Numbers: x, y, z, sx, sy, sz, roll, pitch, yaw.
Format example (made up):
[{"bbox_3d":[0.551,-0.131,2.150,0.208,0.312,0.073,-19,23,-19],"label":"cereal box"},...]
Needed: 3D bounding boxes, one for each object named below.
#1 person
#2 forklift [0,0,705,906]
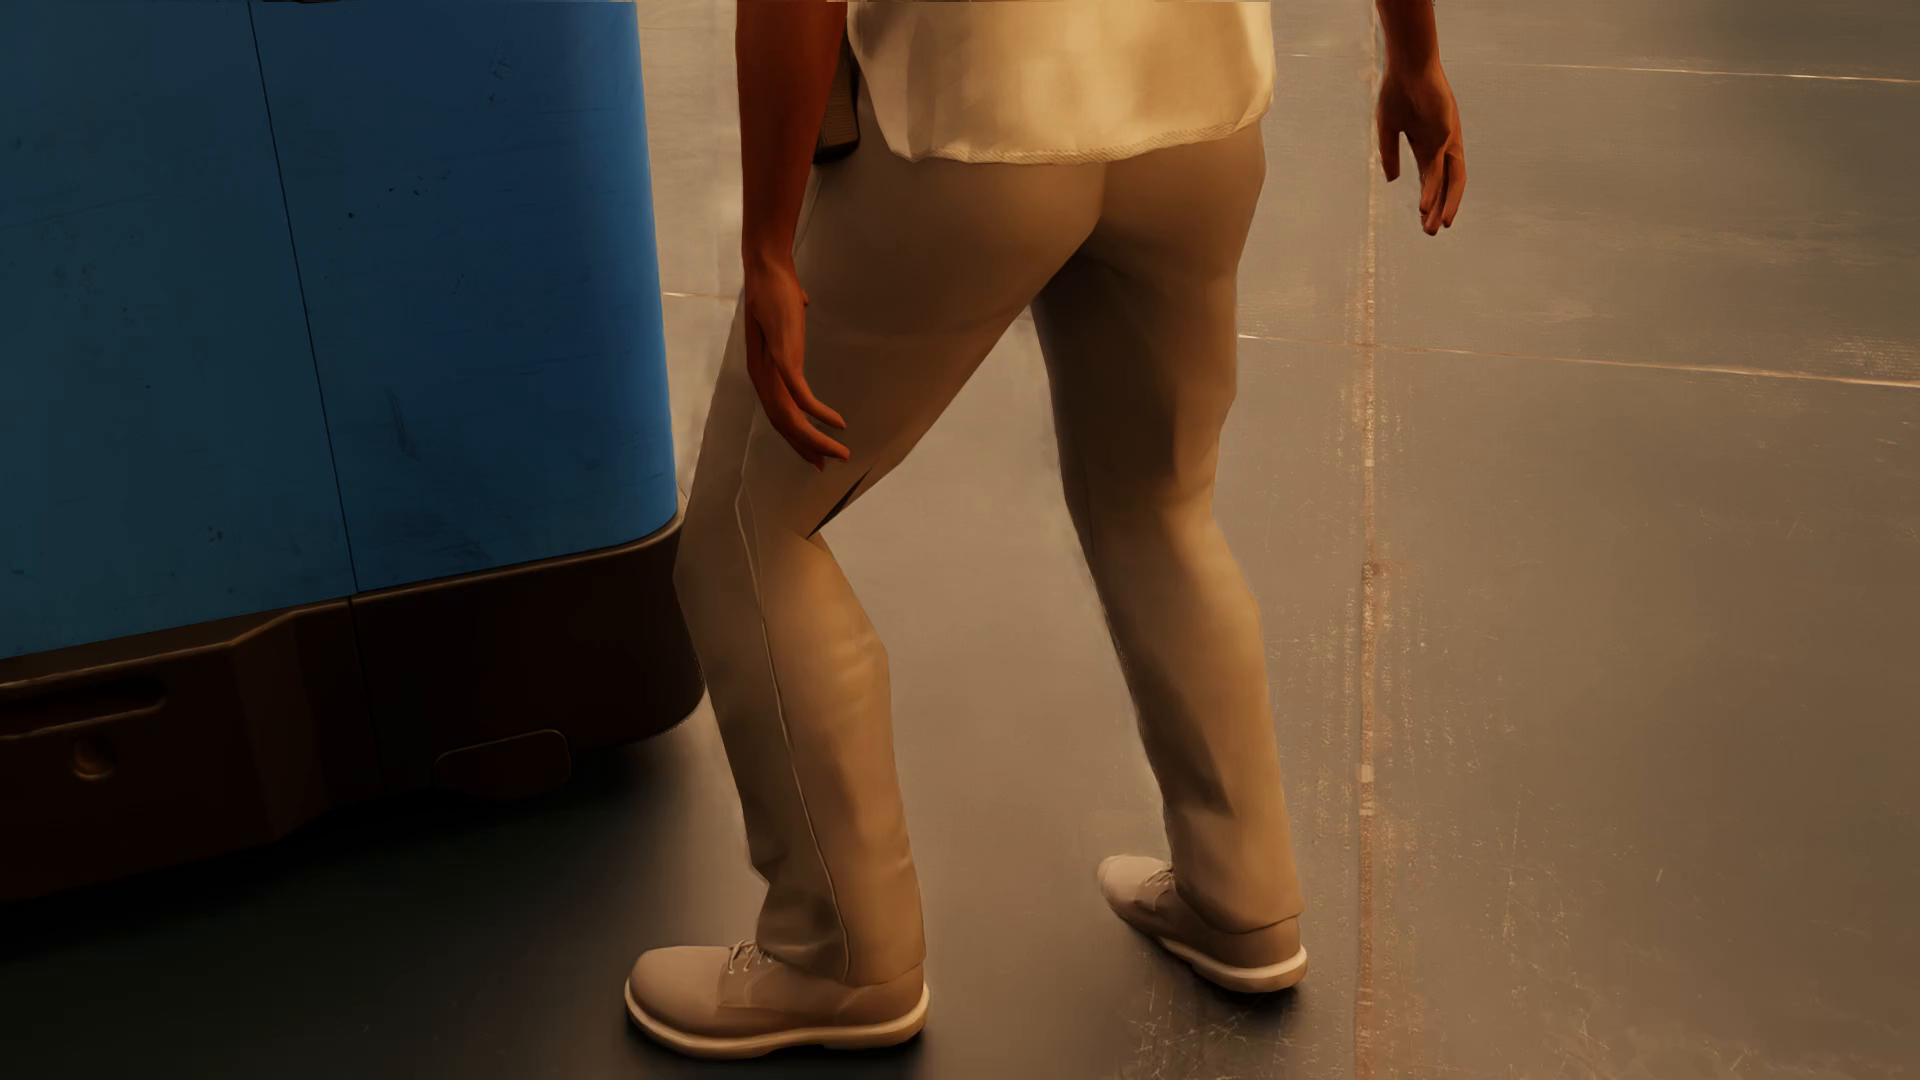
[{"bbox_3d":[0.073,-0.297,1.360,0.814,1.642,0.444,-14,30,-25],"label":"person"},{"bbox_3d":[-1.868,-0.978,1.185,3.031,2.935,1.130,-11,29,-21],"label":"forklift"}]
